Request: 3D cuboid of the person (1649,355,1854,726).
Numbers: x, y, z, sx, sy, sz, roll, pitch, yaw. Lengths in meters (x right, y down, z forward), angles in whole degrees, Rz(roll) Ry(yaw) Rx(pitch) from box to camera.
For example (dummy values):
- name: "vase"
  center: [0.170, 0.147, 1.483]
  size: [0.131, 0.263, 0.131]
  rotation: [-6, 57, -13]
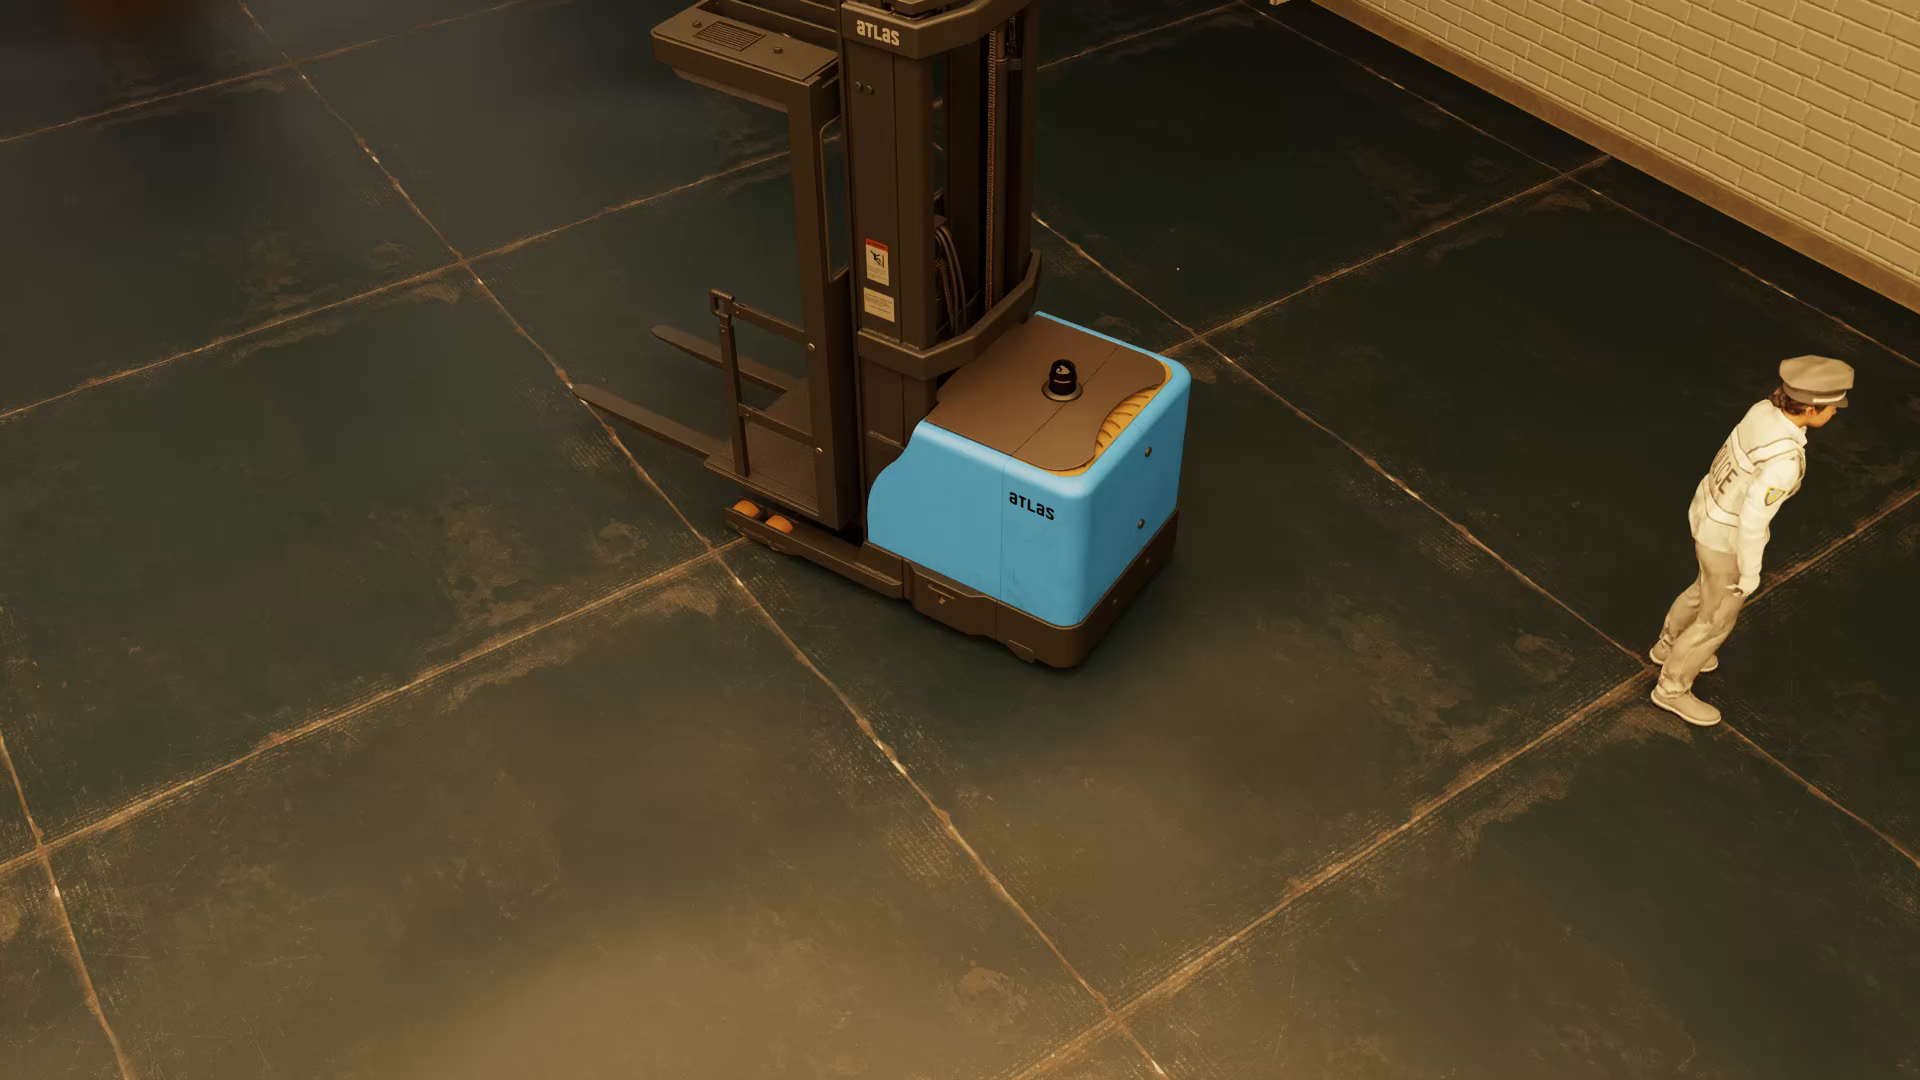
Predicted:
- name: "person"
  center: [3.113, -0.017, 6.669]
  size: [0.374, 1.665, 0.547]
  rotation: [10, 44, 10]

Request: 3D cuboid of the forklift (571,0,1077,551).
- name: "forklift"
  center: [-0.508, -1.305, 7.131]
  size: [3.031, 2.935, 1.121]
  rotation: [24, 48, 24]
